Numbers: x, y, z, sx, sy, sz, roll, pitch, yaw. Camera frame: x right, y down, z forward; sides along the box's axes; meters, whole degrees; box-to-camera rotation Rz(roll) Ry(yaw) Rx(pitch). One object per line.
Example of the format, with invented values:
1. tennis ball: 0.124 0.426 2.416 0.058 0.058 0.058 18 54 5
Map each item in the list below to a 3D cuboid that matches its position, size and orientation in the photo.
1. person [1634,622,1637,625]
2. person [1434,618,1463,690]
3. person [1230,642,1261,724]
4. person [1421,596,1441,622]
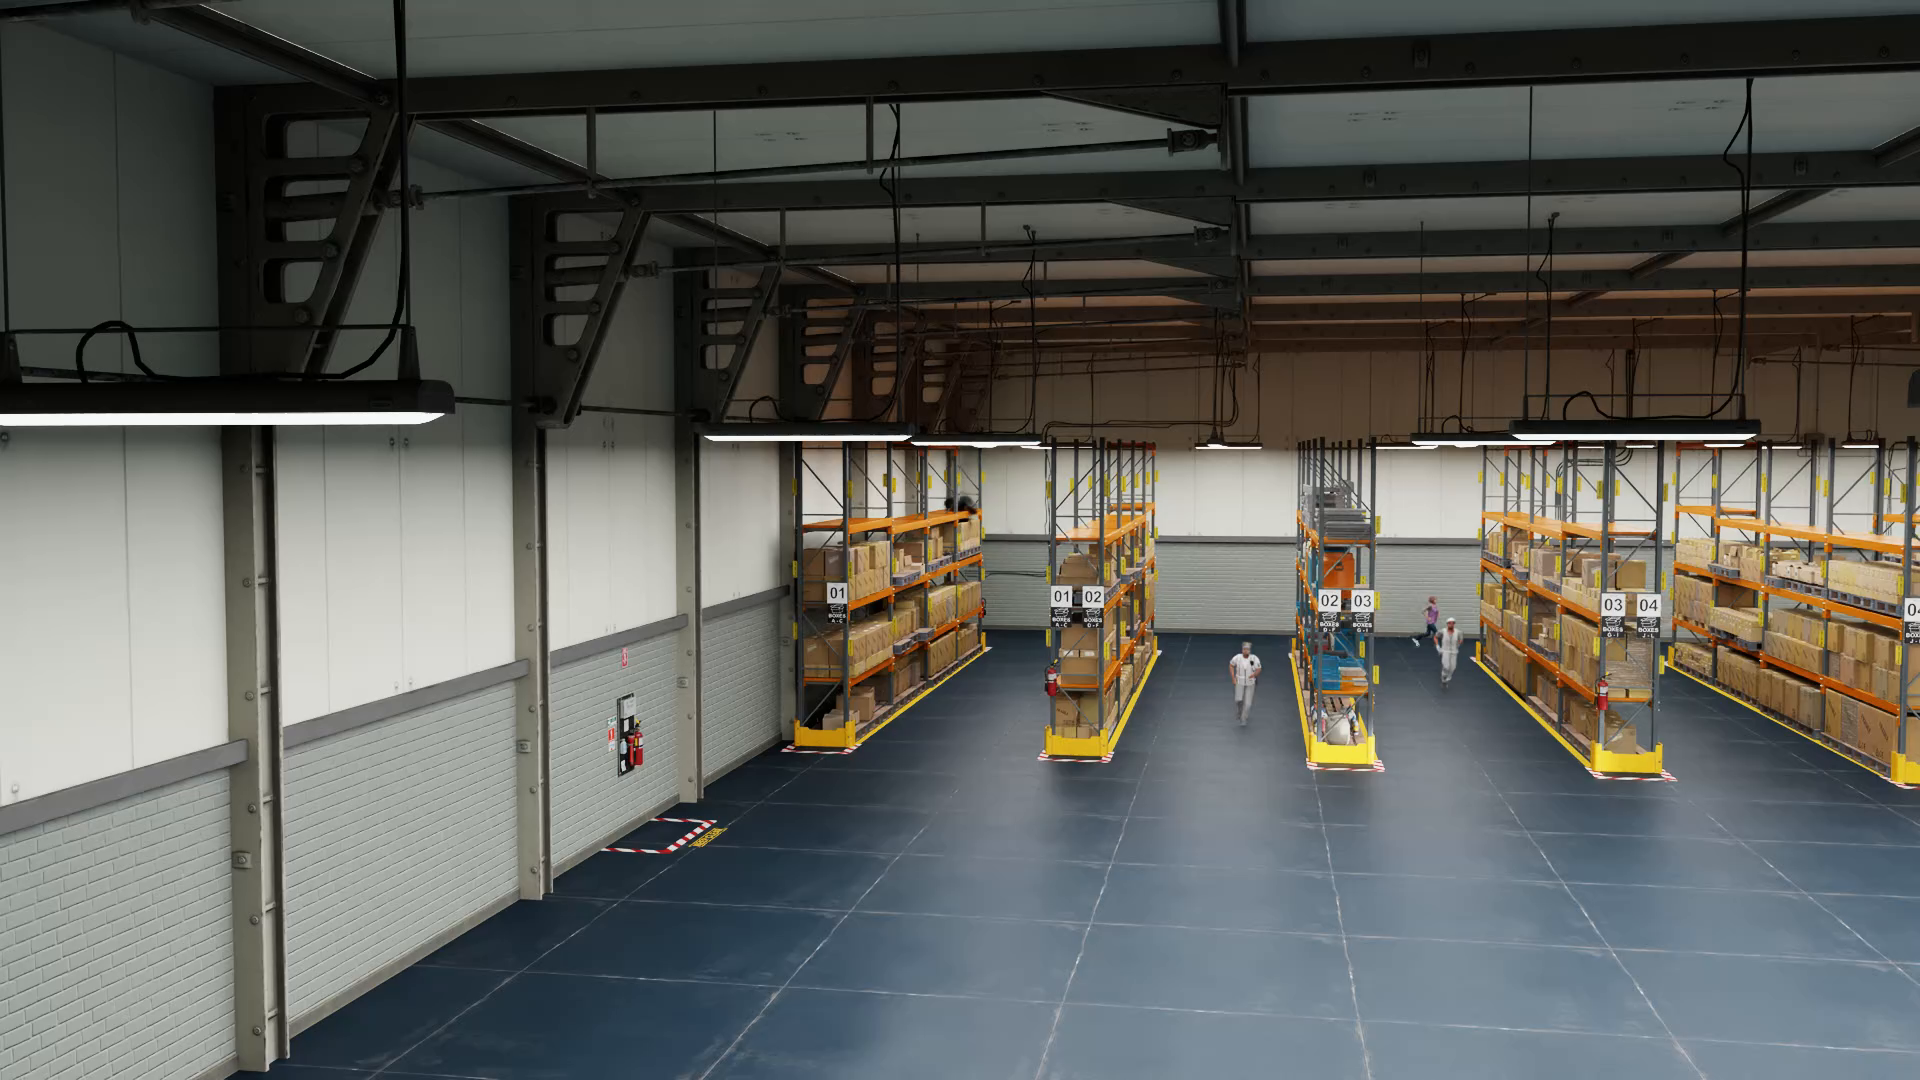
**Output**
1. person: 17.782 2.040 44.688 0.713 0.936 0.550 3 4 44
2. person: 11.717 2.723 39.809 0.648 1.736 0.663 0 3 1
3. person: 5.984 3.003 34.866 0.663 1.739 0.624 1 3 9
4. person: 13.572 2.004 47.775 0.505 0.789 0.506 2 3 28
